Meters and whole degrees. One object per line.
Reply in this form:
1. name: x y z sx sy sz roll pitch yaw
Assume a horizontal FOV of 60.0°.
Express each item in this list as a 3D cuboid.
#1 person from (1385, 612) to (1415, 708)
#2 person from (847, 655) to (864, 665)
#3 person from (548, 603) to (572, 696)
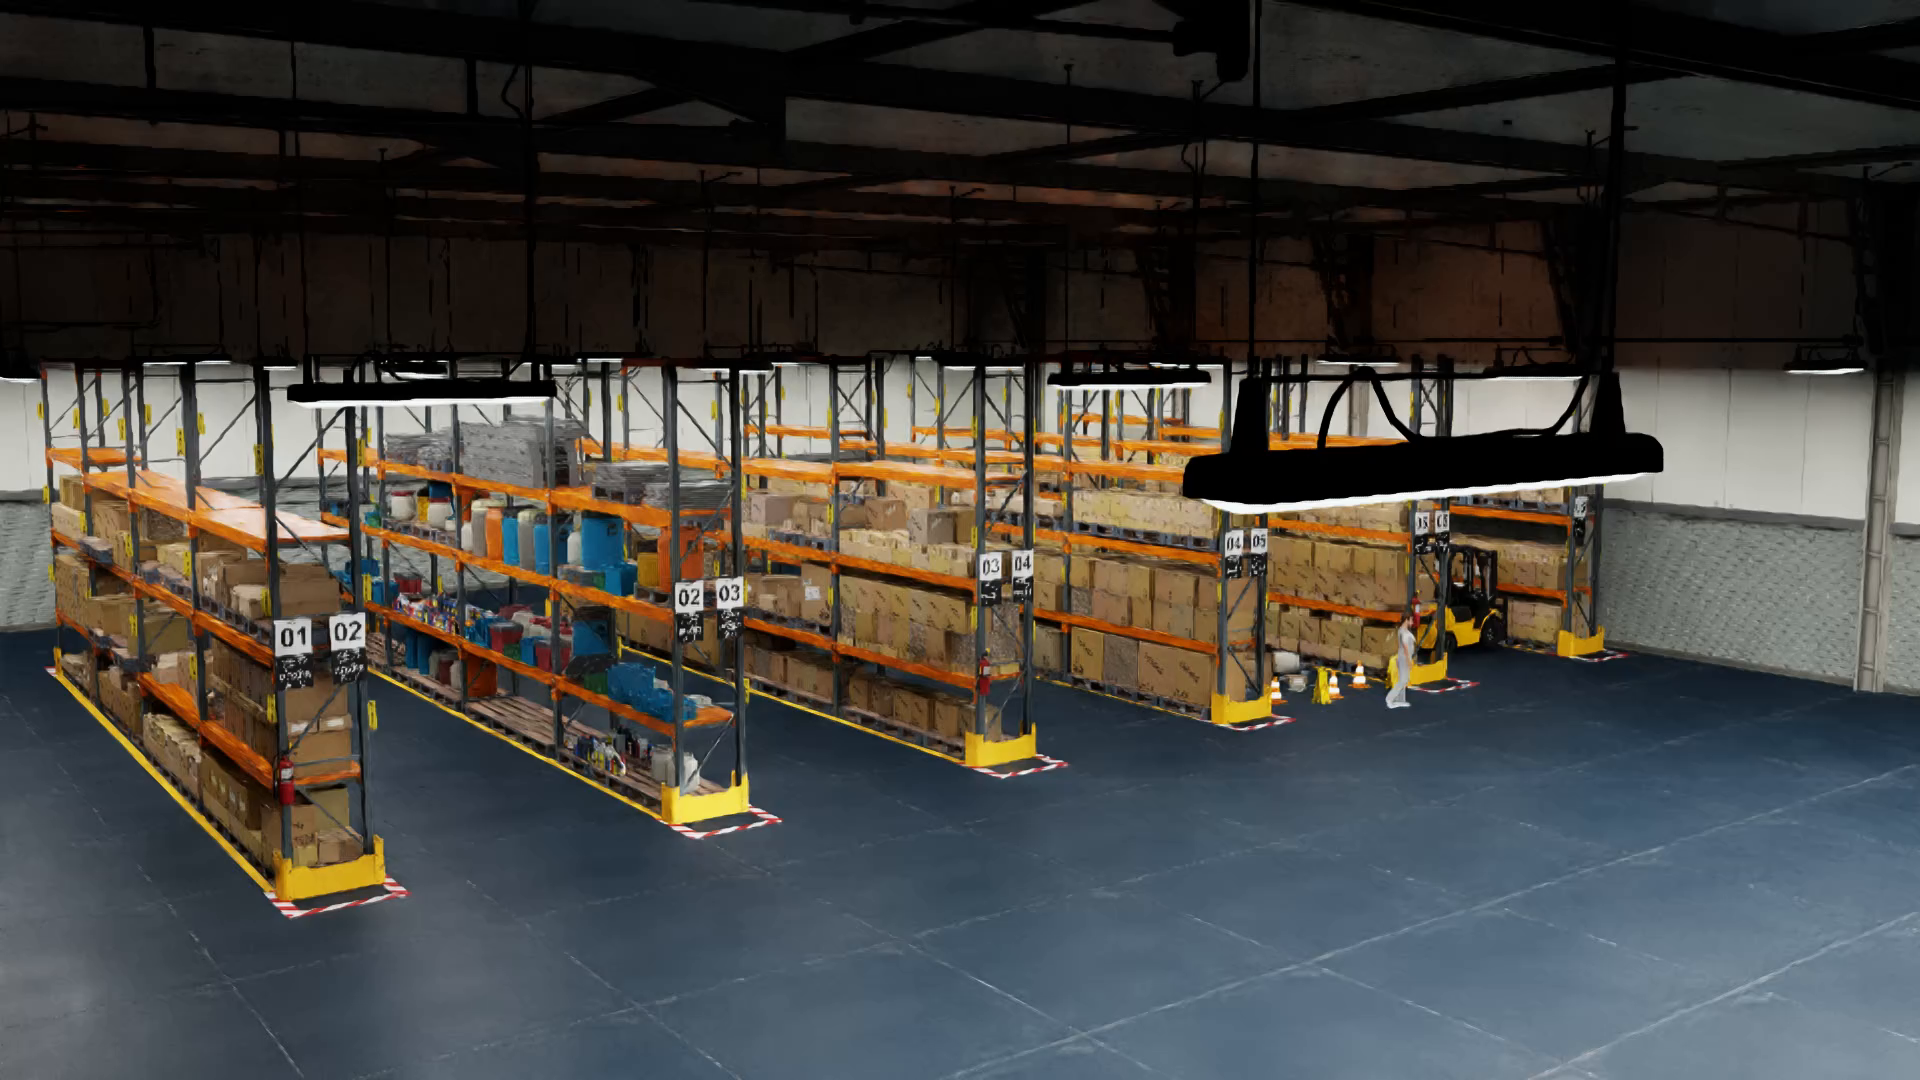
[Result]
1. person: 7.579 2.078 28.619 0.491 1.665 0.657 1 7 11
2. person: -2.063 1.734 31.645 0.453 1.597 0.467 -1 7 -5
3. person: -7.183 1.935 29.763 0.554 1.673 1.029 -5 9 -38
